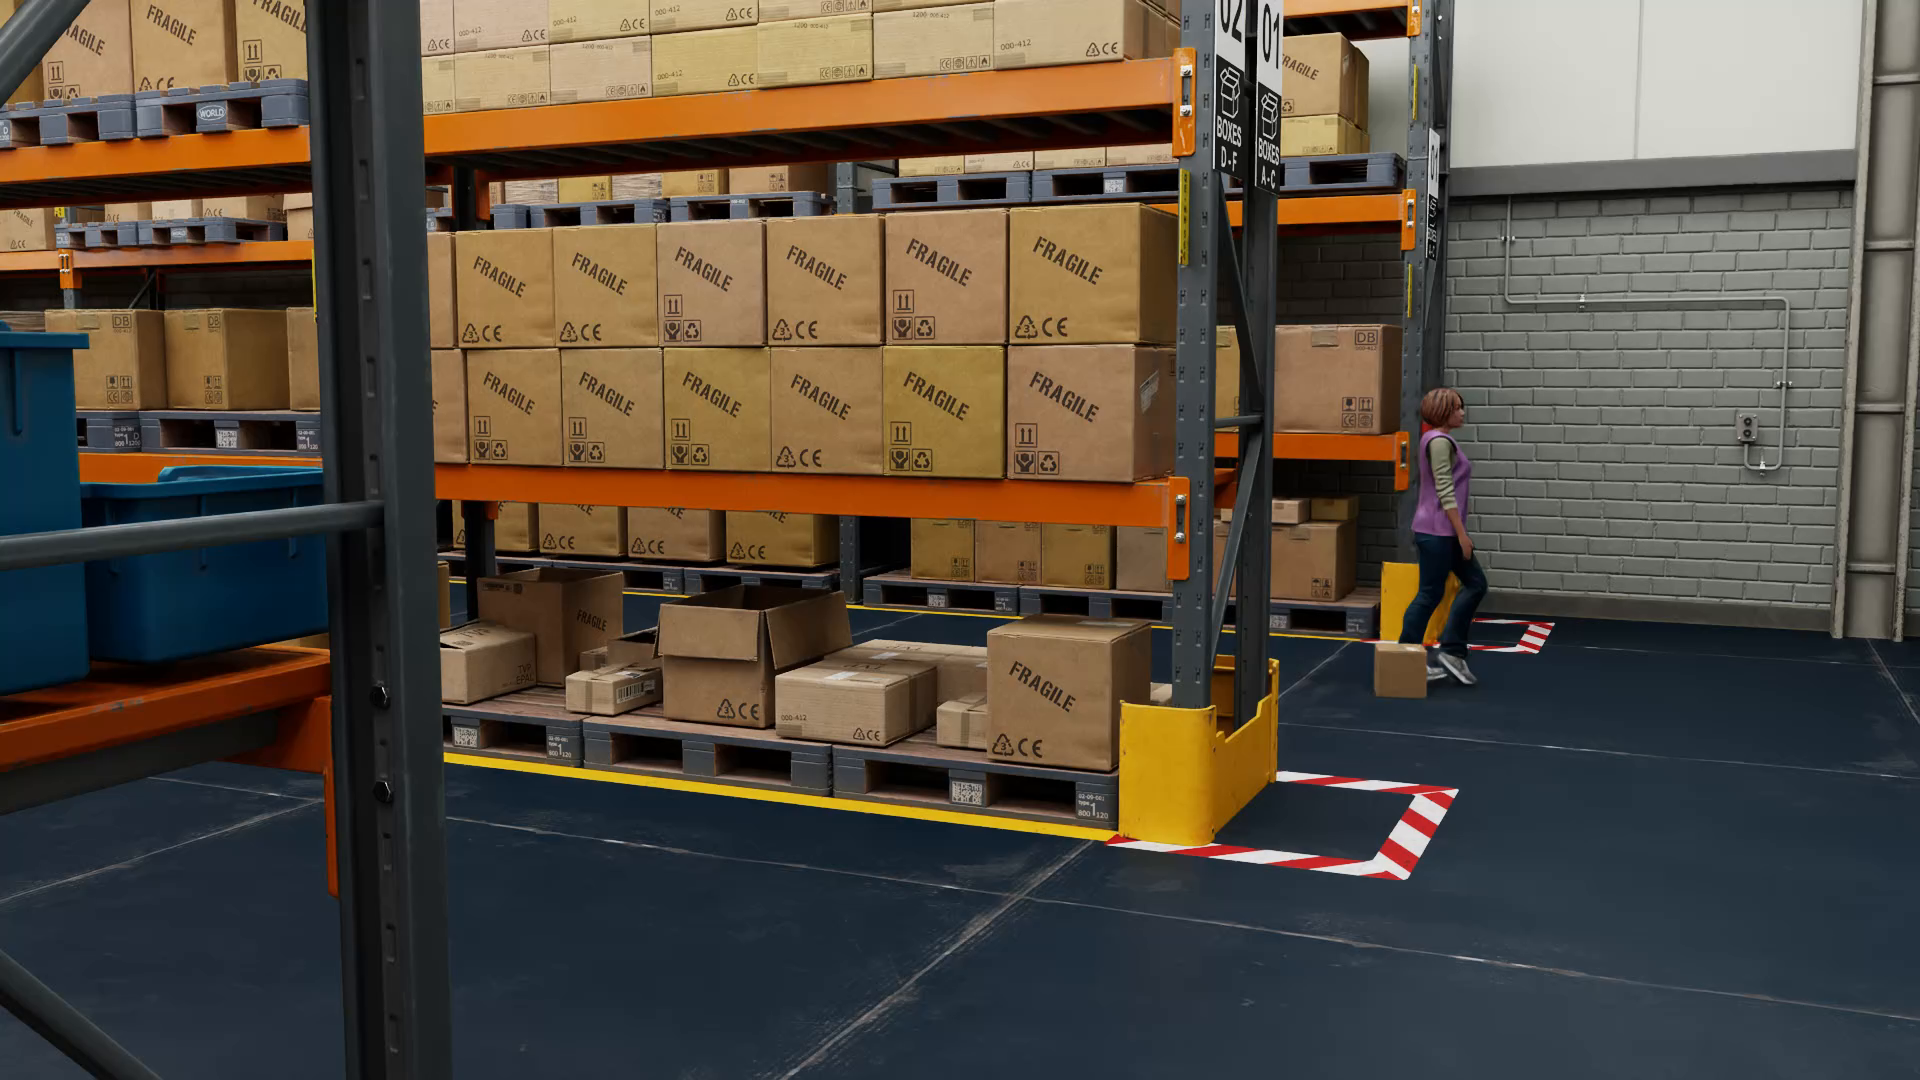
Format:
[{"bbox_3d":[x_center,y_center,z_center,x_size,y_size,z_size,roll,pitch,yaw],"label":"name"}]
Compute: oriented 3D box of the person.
[{"bbox_3d":[2.602,-0.002,8.981,0.495,1.639,0.456,2,6,16],"label":"person"}]
